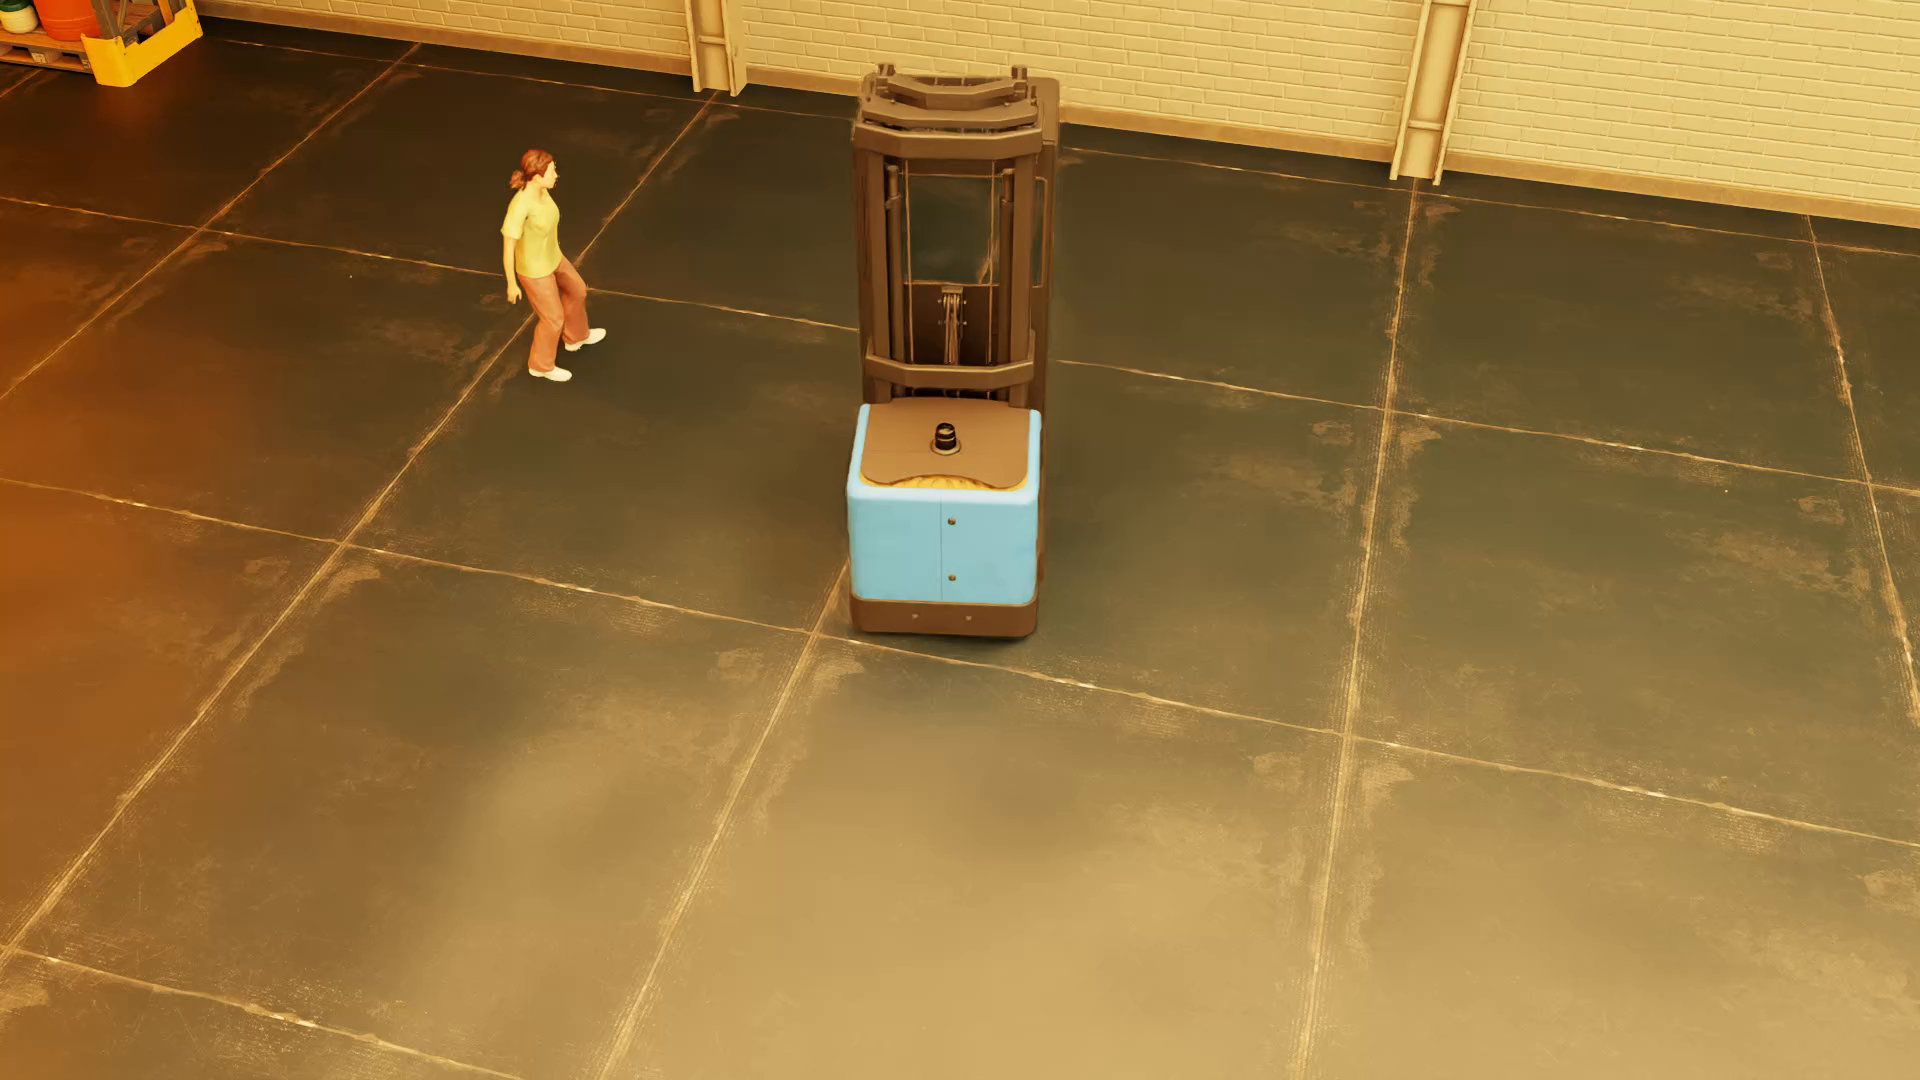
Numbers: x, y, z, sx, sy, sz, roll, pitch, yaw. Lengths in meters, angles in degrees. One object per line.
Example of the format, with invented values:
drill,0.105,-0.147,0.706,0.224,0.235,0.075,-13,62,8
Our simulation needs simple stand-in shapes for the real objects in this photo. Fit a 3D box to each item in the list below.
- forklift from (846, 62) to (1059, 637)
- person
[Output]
forklift,-0.018,-1.513,9.587,1.130,2.935,3.031,2,41,2
person,-2.737,-1.821,10.926,0.381,1.644,0.796,7,42,7
